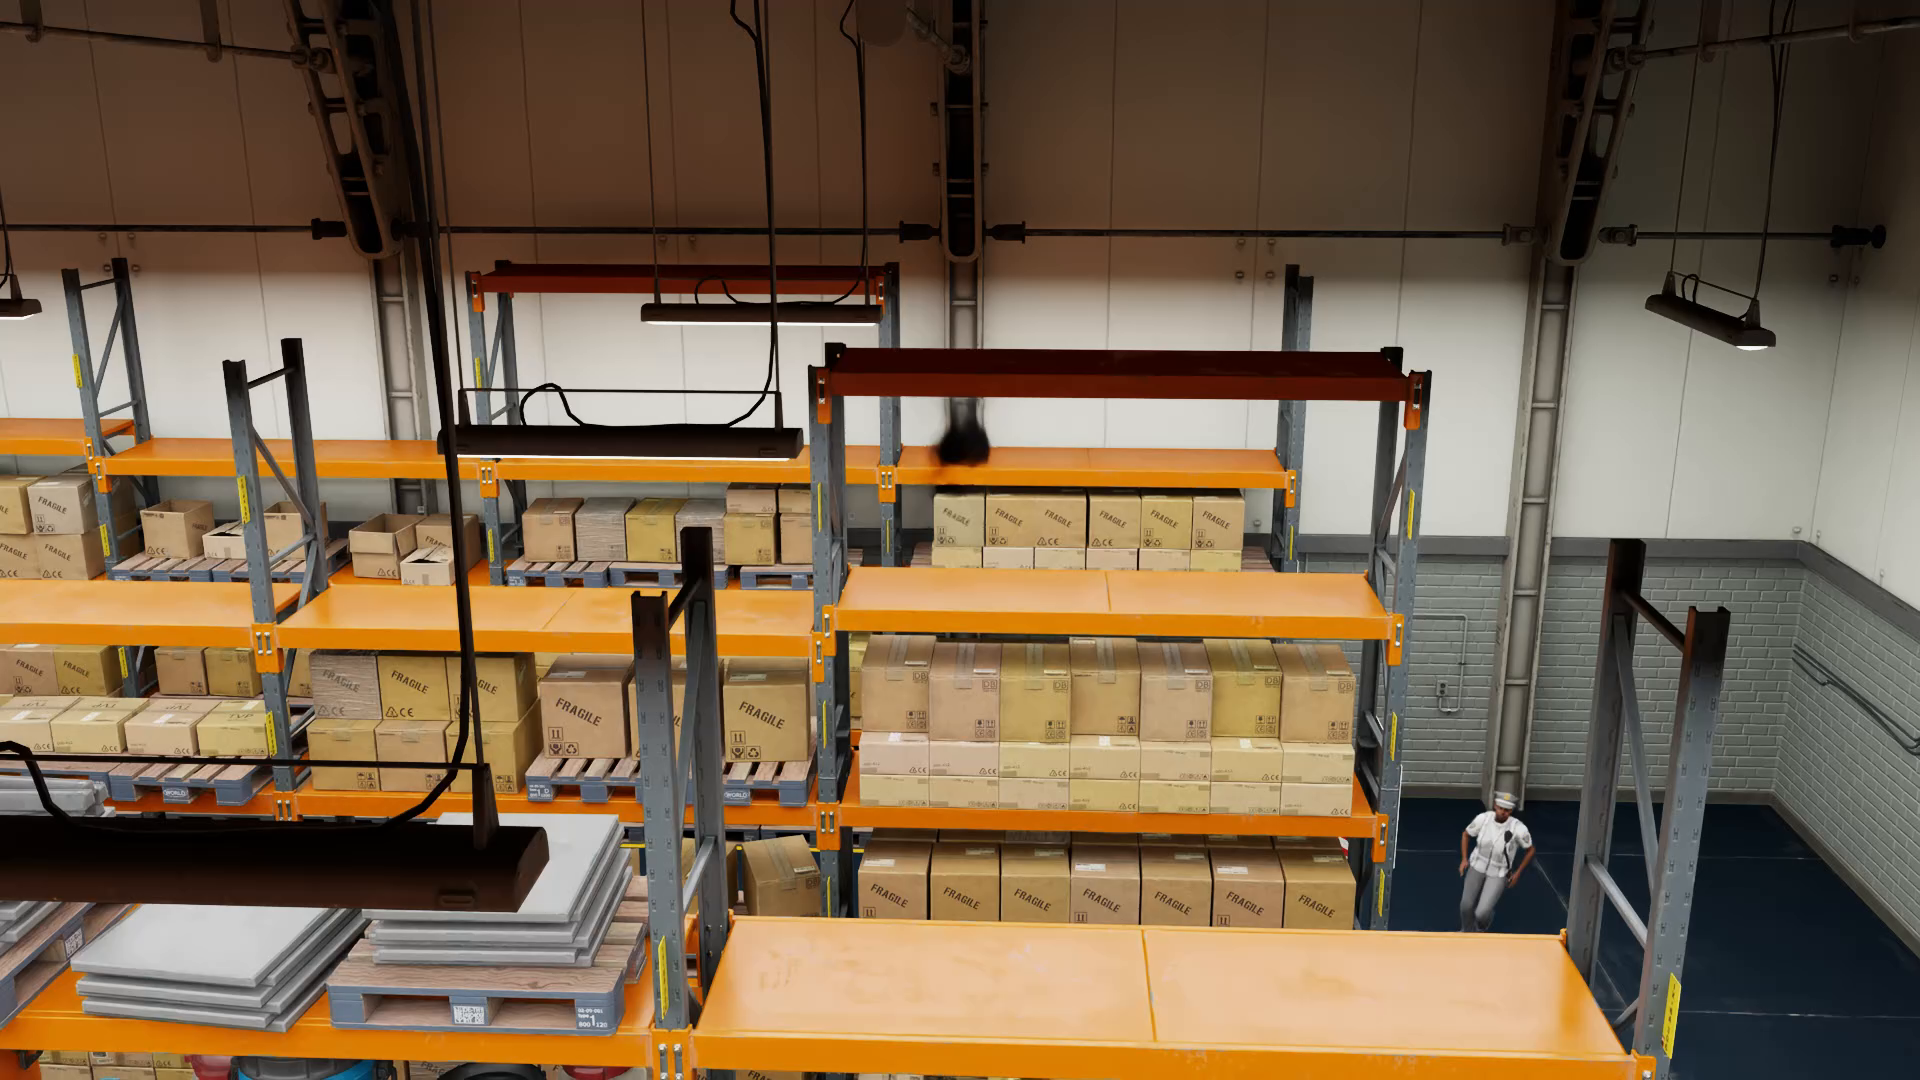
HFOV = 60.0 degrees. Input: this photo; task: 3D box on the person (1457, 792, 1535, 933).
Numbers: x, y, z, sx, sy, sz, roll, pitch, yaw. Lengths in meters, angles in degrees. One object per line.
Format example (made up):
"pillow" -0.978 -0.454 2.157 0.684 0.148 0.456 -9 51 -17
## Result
"person" 4.860 3.046 15.210 0.641 1.622 0.518 11 20 34
